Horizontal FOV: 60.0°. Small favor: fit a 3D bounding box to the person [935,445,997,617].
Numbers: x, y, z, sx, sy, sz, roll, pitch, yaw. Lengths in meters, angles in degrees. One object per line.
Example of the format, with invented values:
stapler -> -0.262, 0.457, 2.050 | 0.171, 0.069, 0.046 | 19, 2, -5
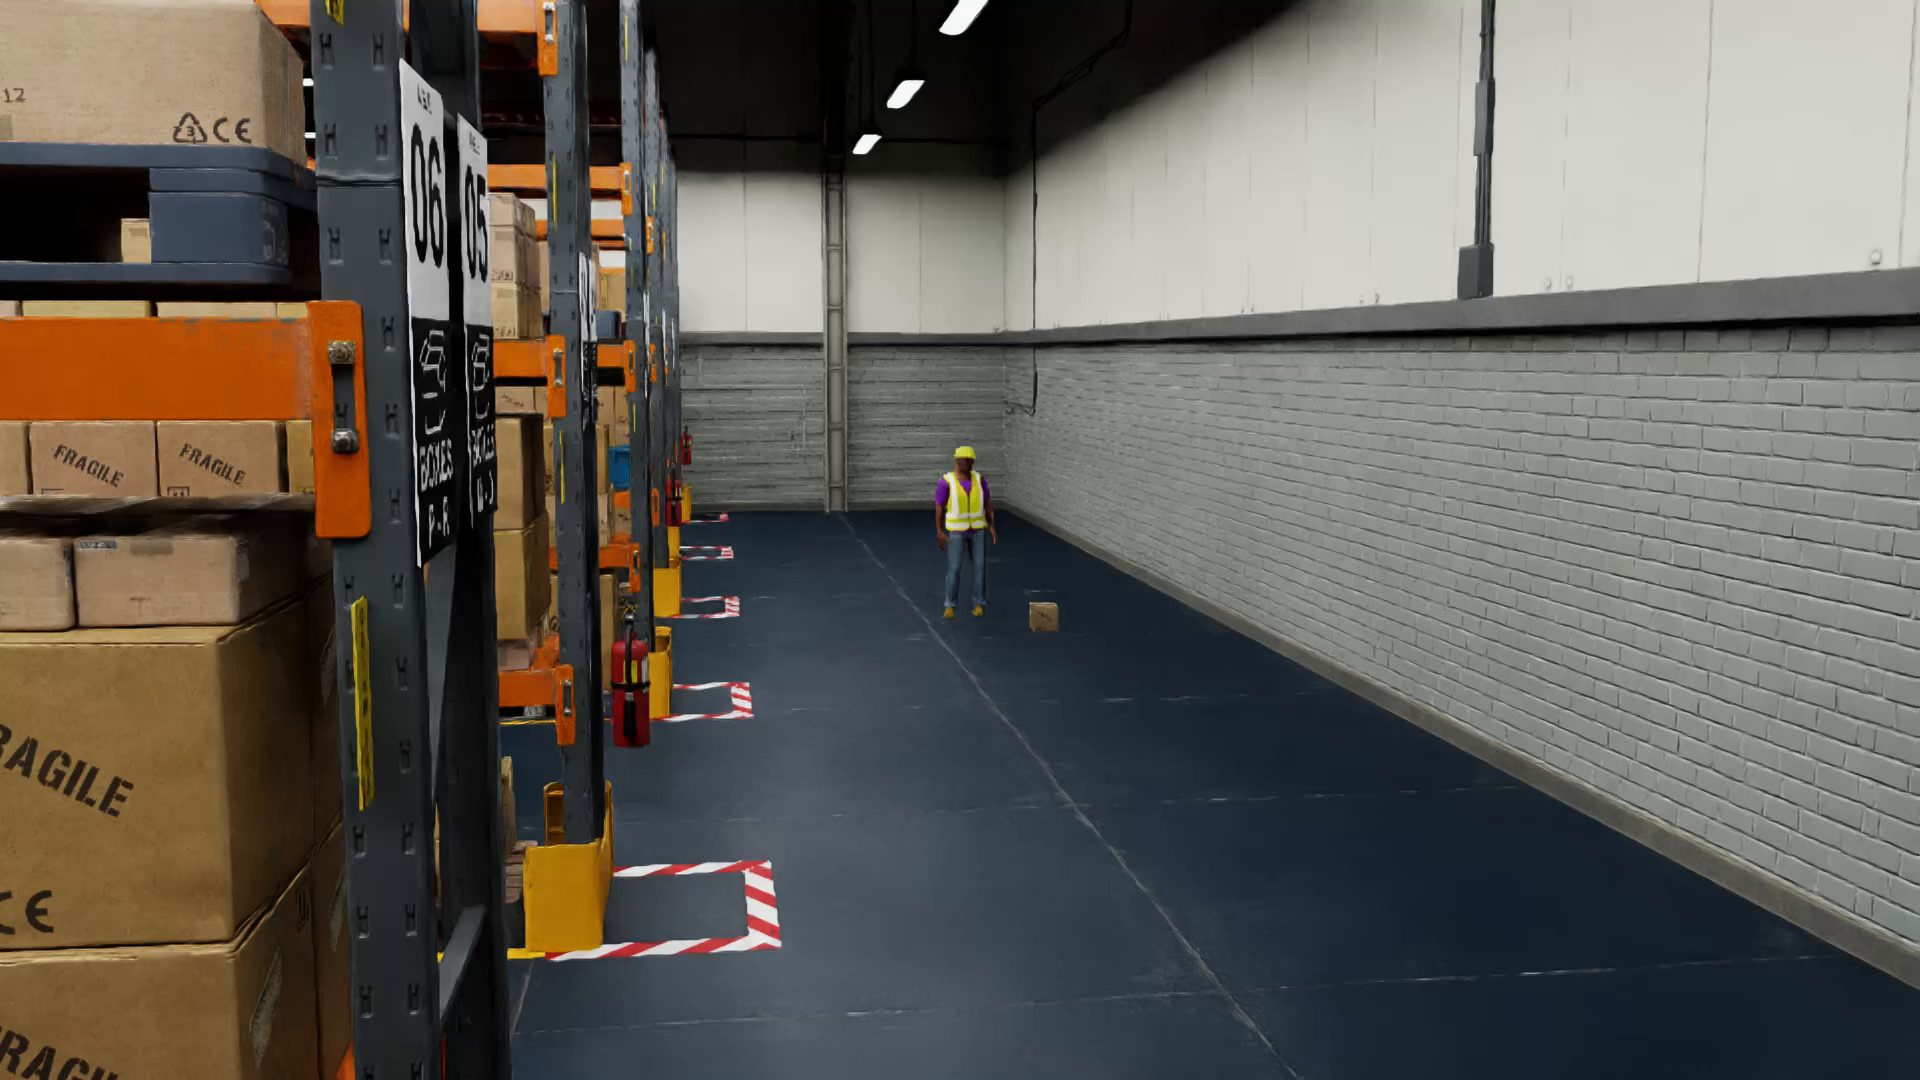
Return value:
person -> 0.061, -0.093, 17.208 | 0.625, 1.772, 0.381 | -2, 7, -15
